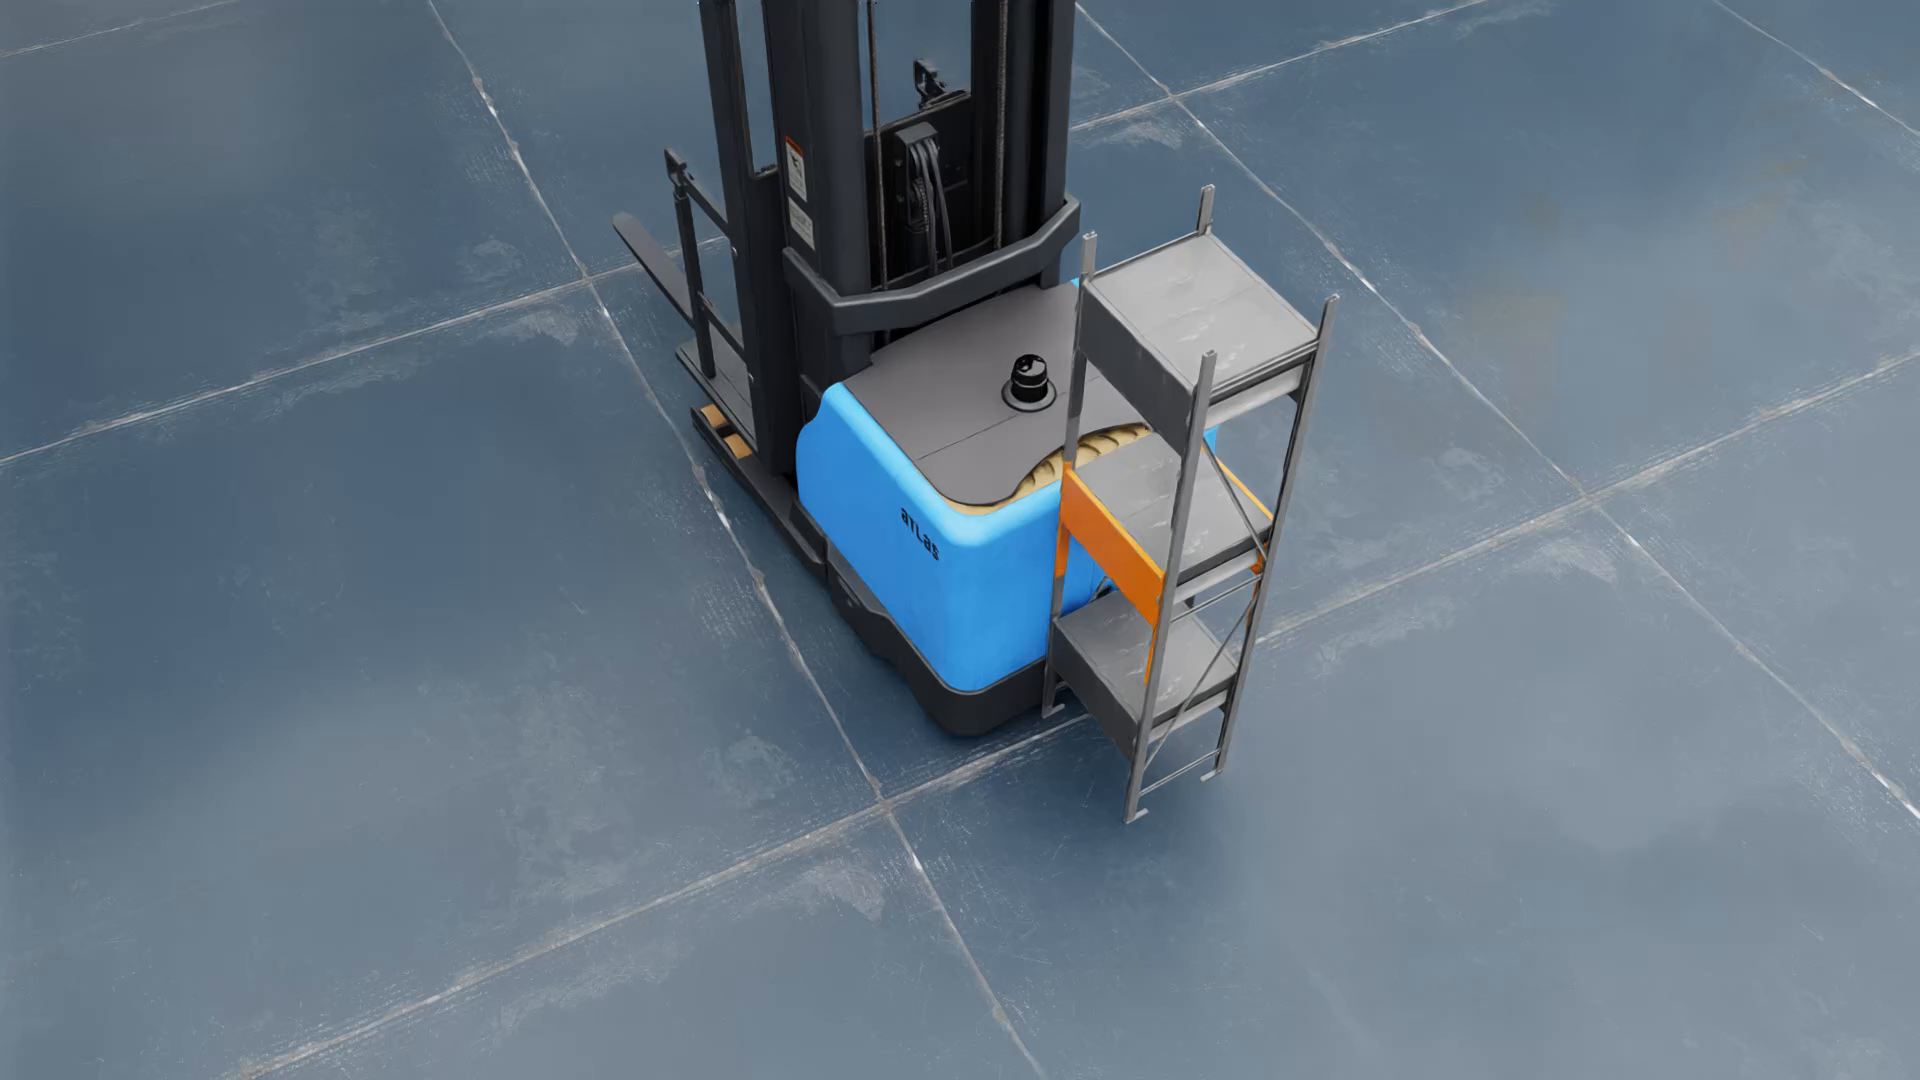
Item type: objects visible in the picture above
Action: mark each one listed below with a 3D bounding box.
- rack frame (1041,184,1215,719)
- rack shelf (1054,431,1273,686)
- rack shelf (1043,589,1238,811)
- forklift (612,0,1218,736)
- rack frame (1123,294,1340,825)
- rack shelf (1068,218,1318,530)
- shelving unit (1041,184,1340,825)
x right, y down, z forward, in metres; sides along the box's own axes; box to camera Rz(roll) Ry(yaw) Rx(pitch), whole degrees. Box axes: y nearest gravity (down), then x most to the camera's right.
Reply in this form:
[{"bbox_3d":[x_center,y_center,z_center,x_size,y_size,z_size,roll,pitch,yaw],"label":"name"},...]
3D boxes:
[{"bbox_3d":[0.464,-0.147,4.970,0.400,2.100,0.015,-25,55,-20],"label":"rack frame"},{"bbox_3d":[0.593,0.021,4.848,0.431,0.518,0.480,-25,55,-20],"label":"rack shelf"},{"bbox_3d":[0.584,0.472,5.383,0.431,0.518,0.480,-25,55,-20],"label":"rack shelf"},{"bbox_3d":[-0.396,-1.397,5.524,1.130,2.935,3.031,-26,54,-21],"label":"forklift"},{"bbox_3d":[0.721,0.172,4.705,0.400,2.100,0.015,-25,55,-20],"label":"rack frame"},{"bbox_3d":[0.601,-0.430,4.313,0.431,0.518,0.480,-25,55,-20],"label":"rack shelf"},{"bbox_3d":[0.593,0.012,4.837,0.431,2.100,0.503,-25,55,-20],"label":"shelving unit"}]
